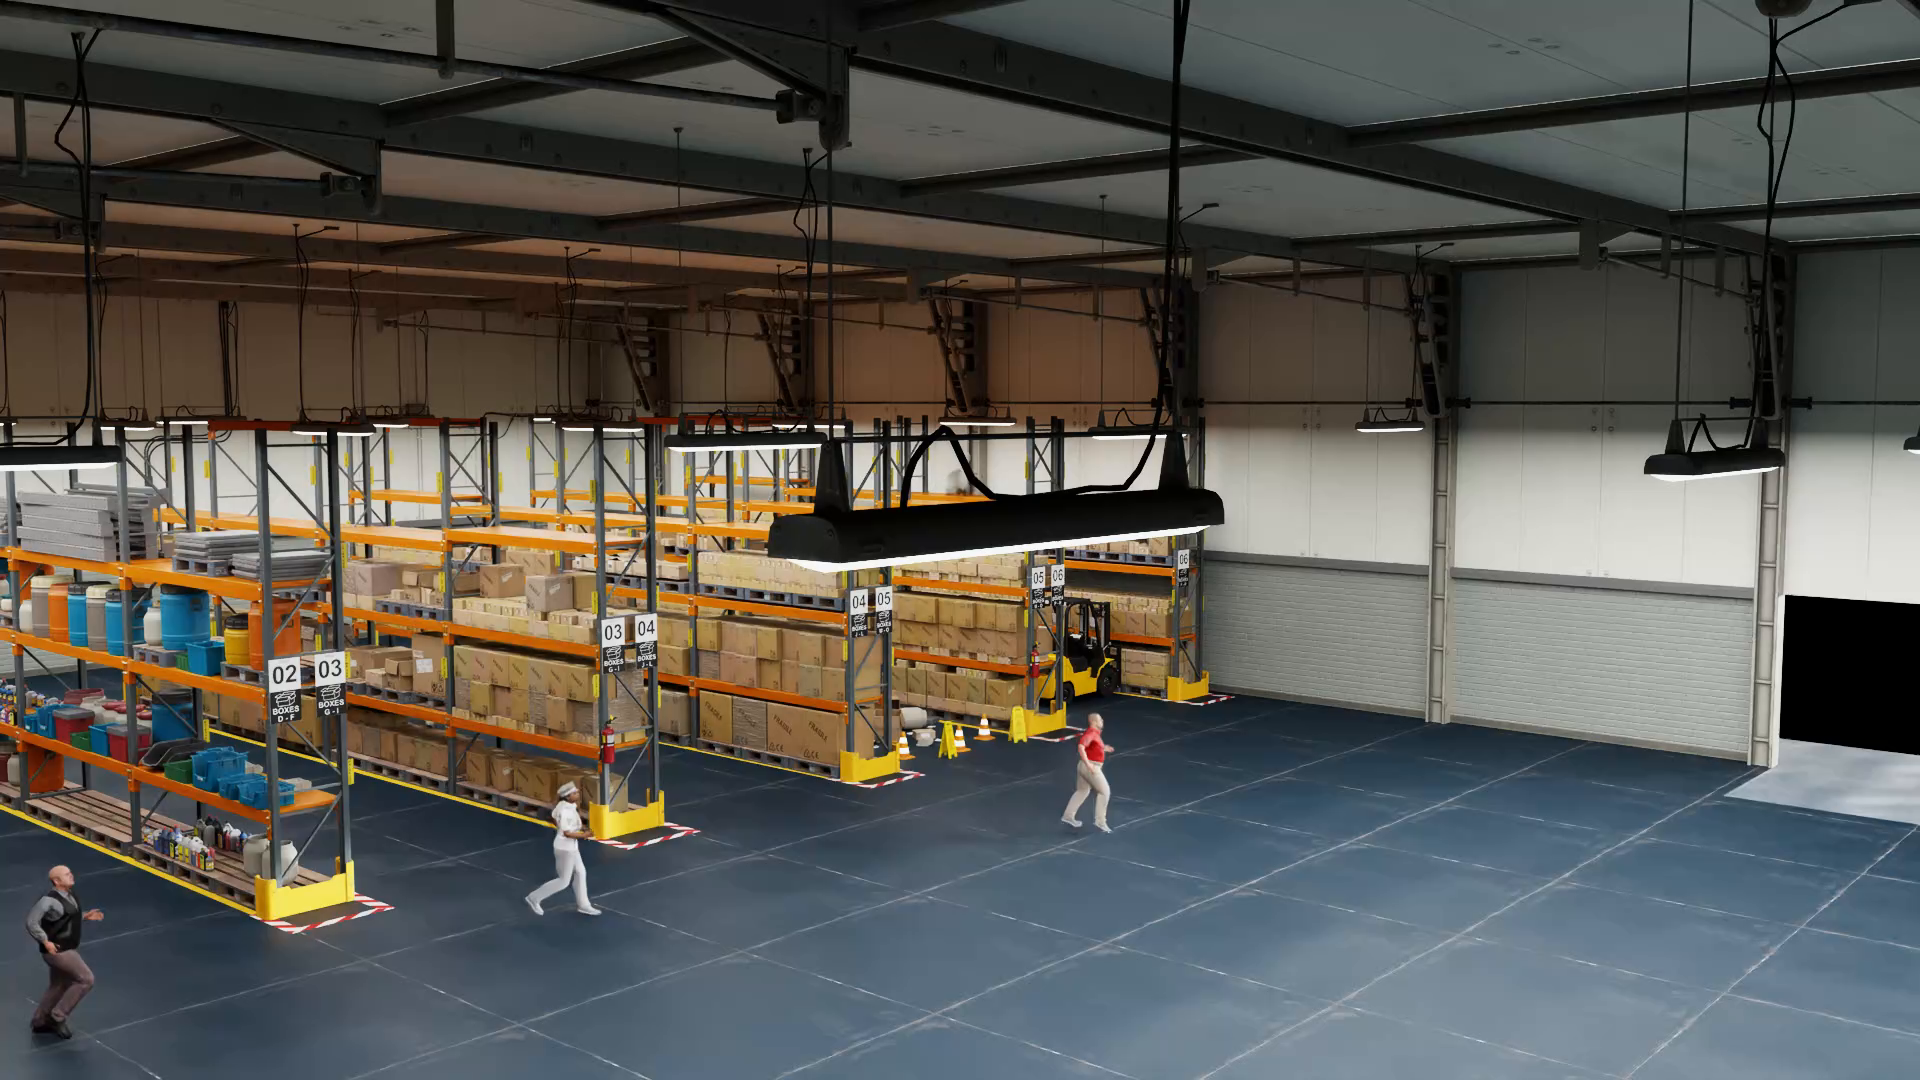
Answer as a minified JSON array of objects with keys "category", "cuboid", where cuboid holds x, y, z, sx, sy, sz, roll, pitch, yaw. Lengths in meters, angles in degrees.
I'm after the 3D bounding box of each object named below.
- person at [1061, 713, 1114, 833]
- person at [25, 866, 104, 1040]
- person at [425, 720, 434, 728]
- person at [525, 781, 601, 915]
[{"category":"person","cuboid":[1.898,3.439,24.559,0.810,1.794,0.650,-1,5,-11]},{"category":"person","cuboid":[-8.941,4.104,16.629,0.693,1.726,0.633,-1,5,-17]},{"category":"person","cuboid":[-10.025,2.851,31.408,0.596,1.749,0.664,4,6,39]},{"category":"person","cuboid":[-4.871,3.802,20.373,0.908,1.705,0.558,-1,5,-16]}]
